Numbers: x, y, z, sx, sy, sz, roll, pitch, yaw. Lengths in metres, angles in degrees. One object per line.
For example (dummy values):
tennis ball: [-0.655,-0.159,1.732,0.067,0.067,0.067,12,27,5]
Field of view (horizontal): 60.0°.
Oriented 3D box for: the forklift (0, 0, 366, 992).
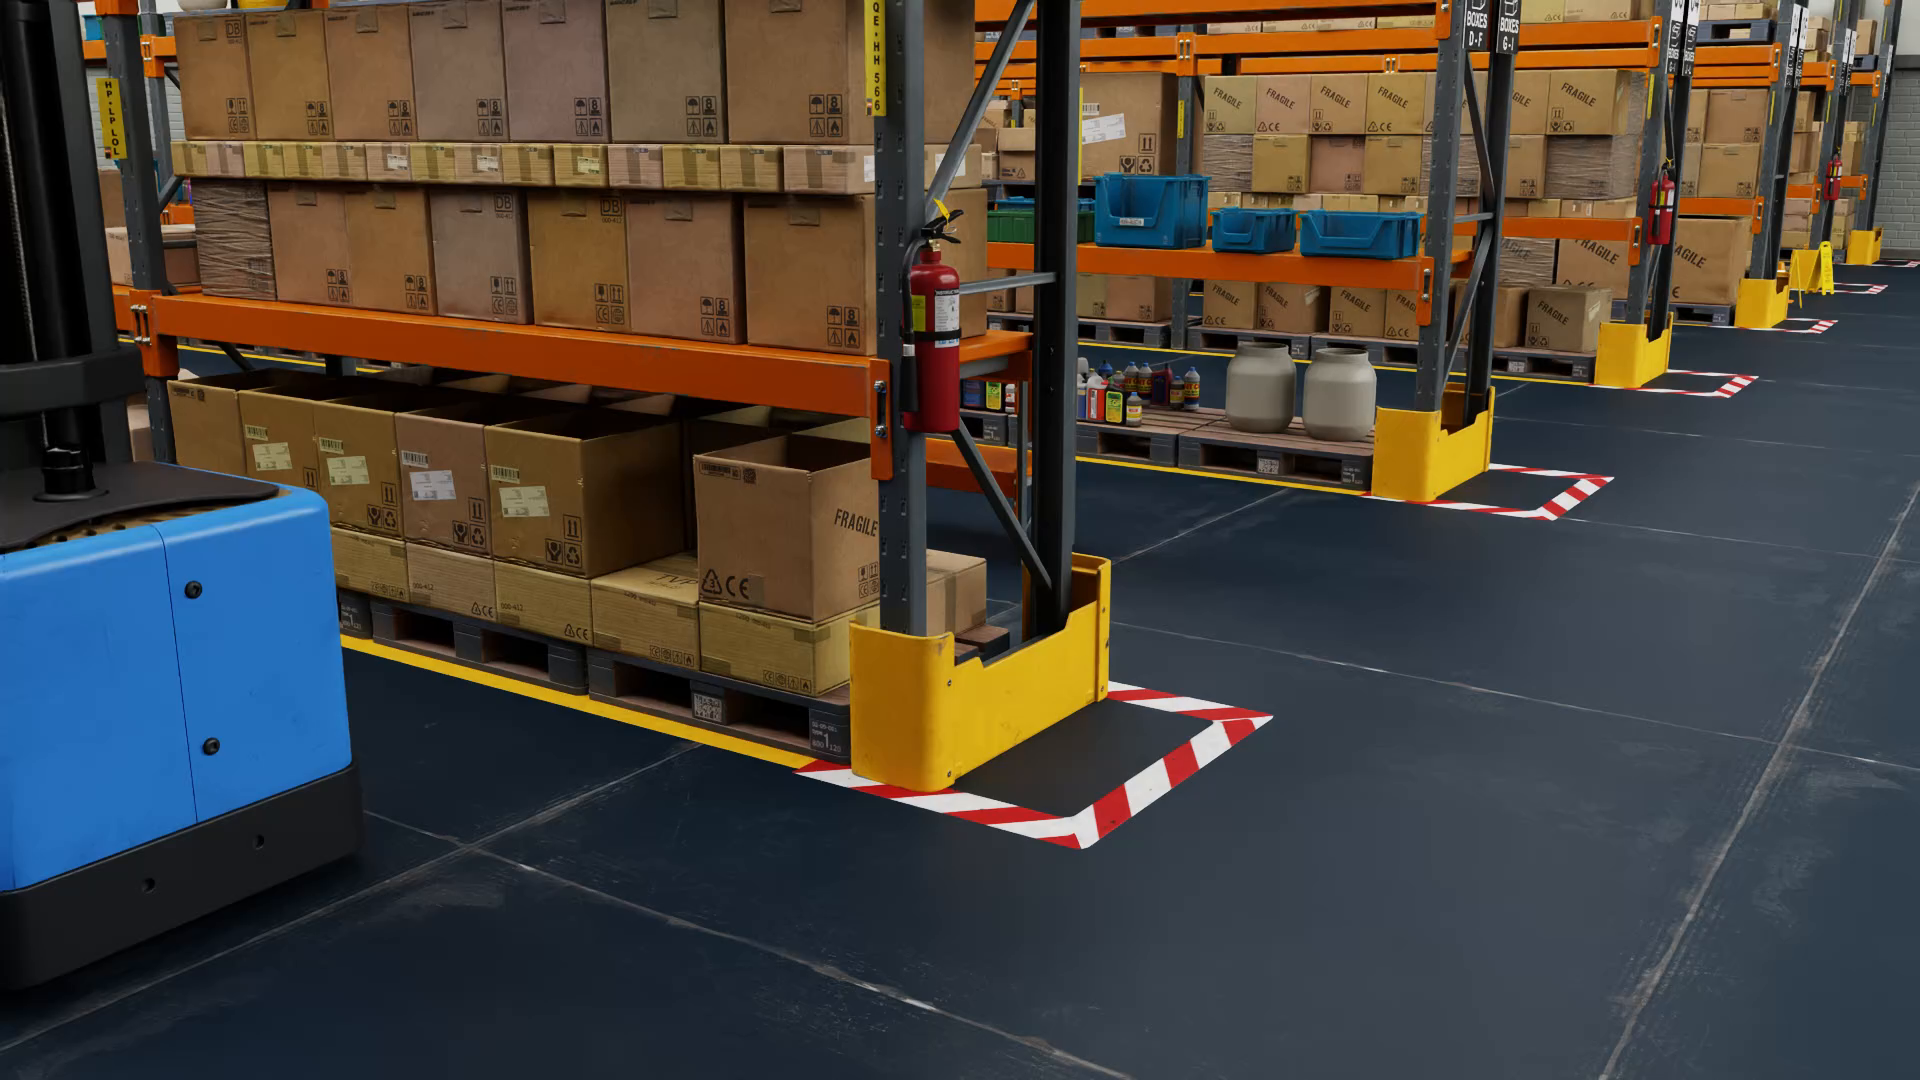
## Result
forklift: [-3.167,-0.607,4.675,3.031,2.935,1.130,9,16,32]

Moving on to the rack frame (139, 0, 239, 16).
rack frame: [-7.115,-6.317,15.117,0.127,3.000,1.000,9,17,33]

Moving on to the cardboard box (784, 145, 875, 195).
cardboard box: [-0.349,-1.186,5.312,0.250,0.149,0.380,9,16,32]

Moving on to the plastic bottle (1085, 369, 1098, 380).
plastic bottle: [0.892,-1.057,11.258,0.097,0.201,0.097,0,14,0]

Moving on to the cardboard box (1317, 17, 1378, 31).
cardboard box: [3.366,-4.453,14.140,0.500,0.250,0.500,8,16,31]

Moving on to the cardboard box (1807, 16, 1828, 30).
cardboard box: [10.692,-6.467,20.827,0.250,0.149,0.380,9,17,33]

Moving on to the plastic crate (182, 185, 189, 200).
plastic crate: [-7.421,-3.397,16.229,0.243,0.136,0.396,9,17,33]

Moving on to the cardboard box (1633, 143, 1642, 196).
cardboard box: [7.262,-4.042,18.098,0.550,0.550,0.875,9,17,33]

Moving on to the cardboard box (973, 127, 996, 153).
cardboard box: [-0.042,-3.990,17.115,0.500,0.500,0.700,12,19,41]

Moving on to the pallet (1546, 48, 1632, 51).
pallet: [6.821,-5.433,17.970,1.213,0.211,1.003,9,17,33]

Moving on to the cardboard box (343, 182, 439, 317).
cardboard box: [-2.017,-1.198,6.713,0.500,0.500,0.700,9,17,34]

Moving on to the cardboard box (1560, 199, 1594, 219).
cardboard box: [5.048,-2.692,13.480,0.250,0.149,0.380,9,17,33]

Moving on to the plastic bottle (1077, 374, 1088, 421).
plastic bottle: [0.765,-0.904,10.486,0.135,0.276,0.152,9,16,31]

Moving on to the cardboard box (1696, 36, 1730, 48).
cardboard box: [9.713,-6.438,21.541,0.500,0.250,0.500,10,17,34]

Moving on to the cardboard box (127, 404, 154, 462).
cardboard box: [-3.740,-0.484,7.717,0.500,0.311,0.500,9,17,33]

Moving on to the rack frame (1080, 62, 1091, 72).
rack frame: [1.820,-4.832,21.600,0.127,3.000,1.000,9,17,33]

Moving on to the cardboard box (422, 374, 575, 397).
cardboard box: [-1.912,-0.424,7.082,0.500,0.500,0.500,9,17,33]

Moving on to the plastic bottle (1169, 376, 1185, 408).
plastic bottle: [1.426,-0.970,10.909,0.097,0.201,0.097,0,14,0]

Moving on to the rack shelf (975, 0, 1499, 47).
rack shelf: [1.183,-3.171,10.146,4.000,0.370,1.077,9,17,33]

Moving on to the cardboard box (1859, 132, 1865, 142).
cardboard box: [13.768,-6.210,25.611,0.250,0.149,0.380,9,16,31]

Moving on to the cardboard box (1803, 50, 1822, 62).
cardboard box: [10.685,-6.086,20.946,0.250,0.149,0.380,9,17,33]

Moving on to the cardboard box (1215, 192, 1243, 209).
cardboard box: [2.498,-3.073,15.018,0.250,0.149,0.380,9,17,33]

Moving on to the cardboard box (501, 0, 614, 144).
cardboard box: [-1.208,-1.696,6.026,0.500,0.500,0.700,9,17,33]

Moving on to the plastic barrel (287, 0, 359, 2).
plastic barrel: [-5.613,-5.110,14.565,0.708,0.901,0.600,9,17,33]

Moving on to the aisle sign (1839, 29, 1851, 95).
aisle sign: [11.027,-5.955,20.728,0.004,0.787,0.394,9,17,33]

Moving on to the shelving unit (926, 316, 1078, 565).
shelving unit: [-0.006,-0.547,8.192,1.048,1.125,0.538,9,17,33]

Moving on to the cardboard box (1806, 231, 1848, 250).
cardboard box: [13.338,-4.619,25.588,0.500,0.250,0.500,9,17,33]

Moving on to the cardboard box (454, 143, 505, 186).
cardboard box: [-1.637,-1.393,6.151,0.250,0.149,0.380,9,16,32]

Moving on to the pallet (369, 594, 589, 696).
pallet: [-1.591,0.287,6.726,1.213,0.211,1.003,9,17,33]

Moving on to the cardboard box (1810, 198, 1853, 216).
cardboard box: [13.348,-5.104,25.466,0.500,0.250,0.500,10,17,35]

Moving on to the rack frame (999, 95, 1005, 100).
rack frame: [0.628,-7.896,33.976,0.127,3.000,1.000,9,17,33]

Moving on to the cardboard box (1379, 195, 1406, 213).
cardboard box: [3.783,-2.886,14.264,0.250,0.149,0.380,9,17,33]

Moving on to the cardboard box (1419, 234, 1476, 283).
cardboard box: [5.622,-3.370,19.241,0.875,0.875,0.875,9,17,34]

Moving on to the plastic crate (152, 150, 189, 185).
plastic crate: [-7.716,-3.635,16.508,0.583,0.464,0.402,9,17,33]

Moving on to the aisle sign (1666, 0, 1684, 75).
aisle sign: [5.491,-3.977,12.738,0.004,0.787,0.394,9,17,33]

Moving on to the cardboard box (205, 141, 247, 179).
cardboard box: [-2.921,-1.601,6.988,0.250,0.149,0.380,9,17,34]

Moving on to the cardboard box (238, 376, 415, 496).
cardboard box: [-2.615,-0.388,6.938,0.500,0.500,0.500,9,17,33]

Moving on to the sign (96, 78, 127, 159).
sign: [-3.539,-1.759,6.944,0.005,0.325,0.100,9,17,33]

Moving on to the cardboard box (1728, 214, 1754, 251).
cardboard box: [10.327,-4.048,21.722,0.500,0.500,0.500,9,17,33]

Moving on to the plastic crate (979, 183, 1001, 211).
plastic crate: [-0.113,-2.207,11.125,0.504,0.338,0.767,9,17,33]

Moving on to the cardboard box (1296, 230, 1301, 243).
cardboard box: [4.574,-3.473,19.917,0.750,0.750,1.050,9,17,33]

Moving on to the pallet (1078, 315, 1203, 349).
pallet: [1.641,-2.071,16.248,1.213,0.211,1.003,9,17,33]

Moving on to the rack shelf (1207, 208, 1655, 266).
rack shelf: [3.947,-2.703,14.496,4.000,0.370,1.077,9,17,33]

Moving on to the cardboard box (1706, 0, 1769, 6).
cardboard box: [7.897,-5.549,16.866,0.500,0.250,0.500,9,17,34]

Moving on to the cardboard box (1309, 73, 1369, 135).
cardboard box: [3.349,-3.753,14.335,0.500,0.500,0.500,9,17,33]

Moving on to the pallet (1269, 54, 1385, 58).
pallet: [4.351,-5.772,19.553,1.217,0.209,0.805,8,16,31]

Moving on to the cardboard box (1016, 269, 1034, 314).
cardboard box: [0.940,-2.550,16.667,0.500,0.500,0.700,8,16,28]

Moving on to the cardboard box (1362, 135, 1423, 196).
cardboard box: [3.885,-3.244,14.358,0.500,0.500,0.875,9,17,33]

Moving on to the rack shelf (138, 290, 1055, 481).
rack shelf: [-1.585,-0.728,6.519,4.000,0.370,1.077,9,17,33]

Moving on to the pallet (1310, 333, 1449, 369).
pallet: [3.881,-1.720,14.832,1.213,0.211,1.003,9,17,33]

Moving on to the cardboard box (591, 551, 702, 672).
cardboard box: [-0.957,0.244,5.942,0.500,0.250,0.500,9,17,33]

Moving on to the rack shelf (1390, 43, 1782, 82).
rack shelf: [6.799,-5.134,18.076,4.000,0.370,1.077,9,17,33]

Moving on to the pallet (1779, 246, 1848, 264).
pallet: [13.247,-4.490,26.024,1.213,0.211,1.003,9,17,33]

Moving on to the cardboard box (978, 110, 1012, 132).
cardboard box: [0.634,-6.911,27.710,0.500,0.500,0.500,9,17,32]

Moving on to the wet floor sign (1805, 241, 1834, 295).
wet floor sign: [10.698,-3.378,20.626,0.267,0.644,0.232,-10,17,-35]

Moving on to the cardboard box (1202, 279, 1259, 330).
cardboard box: [2.597,-2.249,15.494,0.500,0.500,0.500,9,16,31]

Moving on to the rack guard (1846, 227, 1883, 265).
rack guard: [13.924,-4.533,25.595,0.348,0.500,1.175,9,17,33]
